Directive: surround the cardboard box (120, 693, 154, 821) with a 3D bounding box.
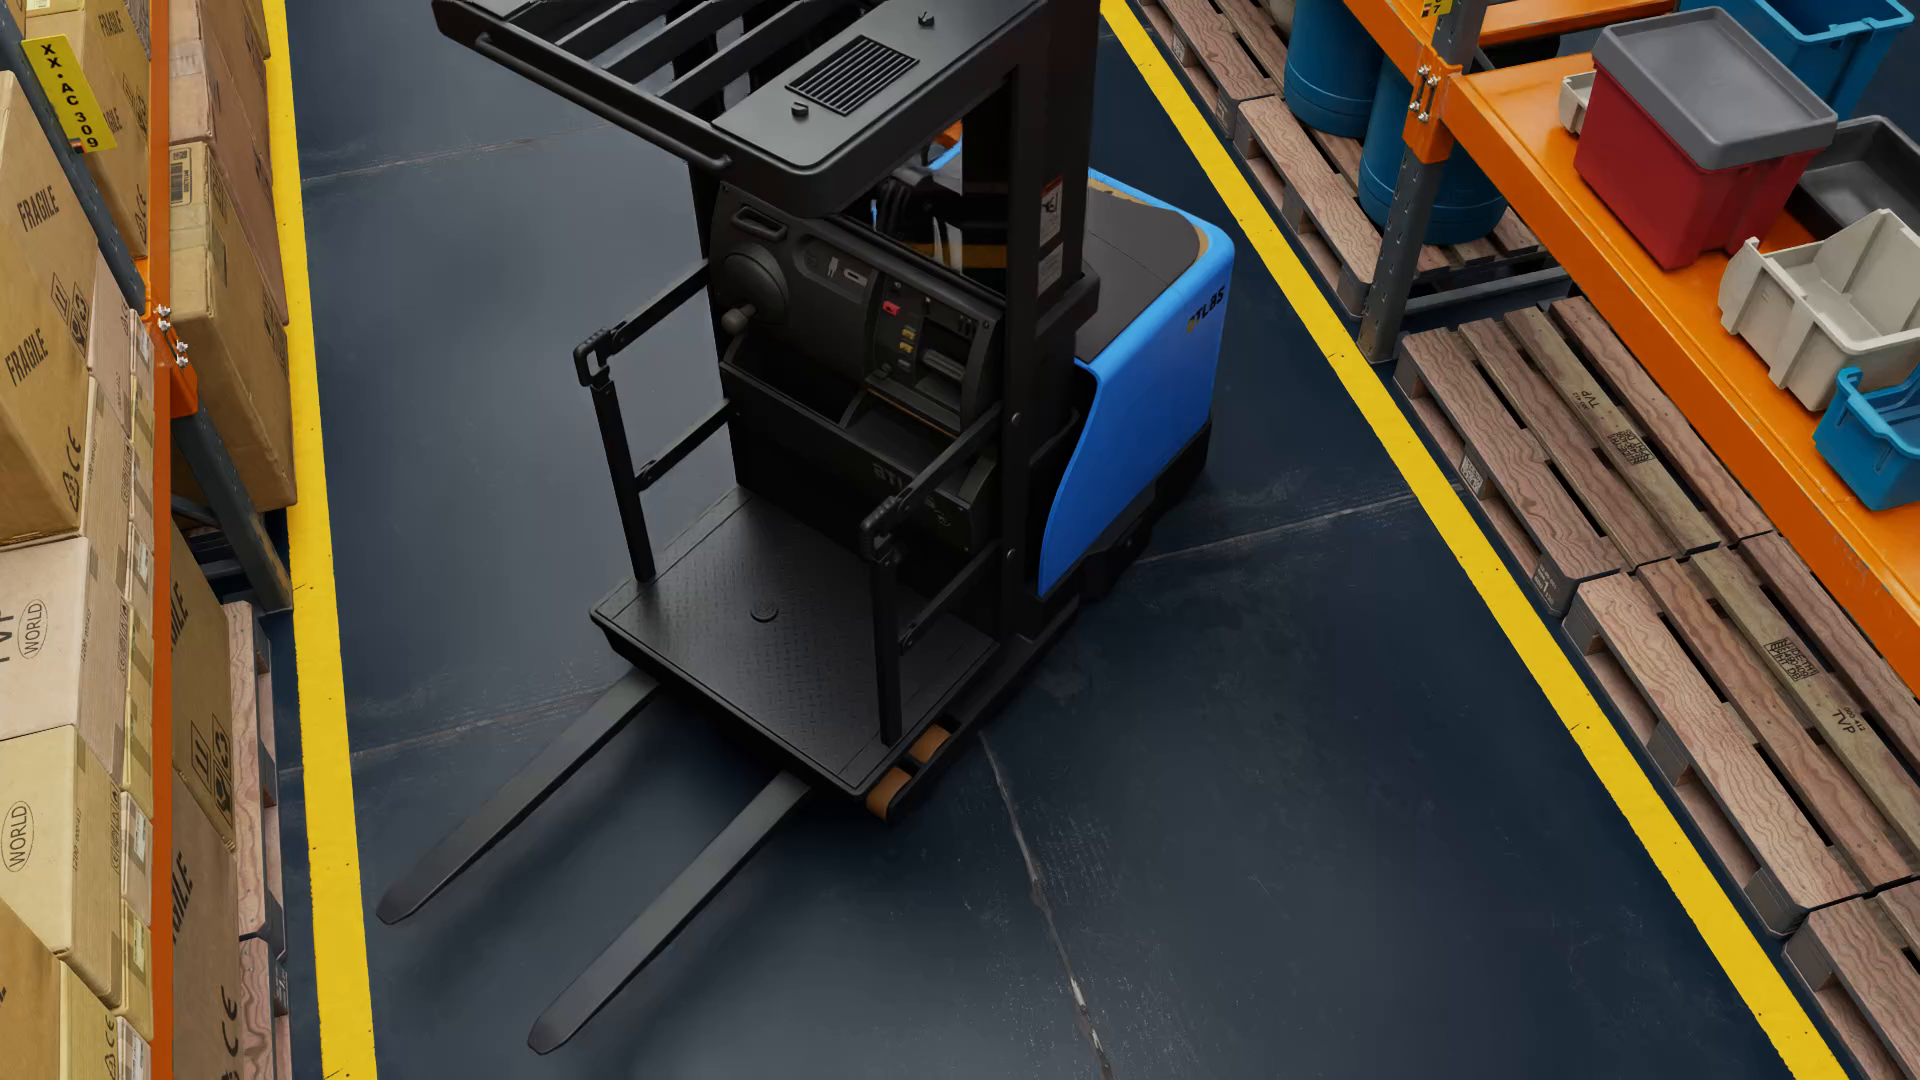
[{"bbox_3d":[-1.935,0.506,3.526,0.380,0.149,0.250,-14,51,-12],"label":"cardboard box"}]

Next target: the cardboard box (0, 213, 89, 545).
[{"bbox_3d":[-2.183,-0.309,3.462,0.500,0.500,0.500,-13,51,-11],"label":"cardboard box"}]

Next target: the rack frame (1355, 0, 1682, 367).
[{"bbox_3d":[2.013,-1.782,5.290,1.000,3.000,0.127,-13,51,-11],"label":"rack frame"}]

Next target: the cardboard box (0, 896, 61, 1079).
[{"bbox_3d":[-1.726,0.817,2.513,0.500,0.500,0.500,-15,51,-12],"label":"cardboard box"}]

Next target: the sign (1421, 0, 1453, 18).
[{"bbox_3d":[1.487,-1.748,5.081,0.100,0.325,0.005,-13,51,-11],"label":"sign"}]

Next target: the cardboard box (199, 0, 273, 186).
[{"bbox_3d":[-3.461,-1.872,6.481,1.225,0.875,0.875,-13,51,-11],"label":"cardboard box"}]

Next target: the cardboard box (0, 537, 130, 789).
[{"bbox_3d":[-2.031,0.304,3.435,0.500,0.250,0.500,-12,51,-10],"label":"cardboard box"}]

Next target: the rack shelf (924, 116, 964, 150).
[{"bbox_3d":[0.118,-1.400,5.941,0.258,0.148,0.480,-34,58,-25],"label":"rack shelf"}]

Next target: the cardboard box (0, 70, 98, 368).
[{"bbox_3d":[-2.327,-0.676,3.771,0.500,0.500,0.500,-12,51,-10],"label":"cardboard box"}]

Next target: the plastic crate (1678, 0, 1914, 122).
[{"bbox_3d":[2.477,-1.532,5.051,0.392,0.384,0.575,-13,51,-11],"label":"plastic crate"}]

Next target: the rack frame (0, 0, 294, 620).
[{"bbox_3d":[-2.718,-0.662,4.346,1.000,3.000,0.127,-13,51,-11],"label":"rack frame"}]

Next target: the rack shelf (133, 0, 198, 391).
[{"bbox_3d":[-3.310,-1.891,5.853,1.077,0.370,4.000,-13,51,-11],"label":"rack shelf"}]

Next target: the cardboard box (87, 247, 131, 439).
[{"bbox_3d":[-2.337,-0.446,4.068,0.500,0.250,0.500,-14,51,-12],"label":"cardboard box"}]

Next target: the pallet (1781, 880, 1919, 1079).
[{"bbox_3d":[2.989,1.427,4.409,1.003,0.211,1.213,-13,51,-11],"label":"pallet"}]

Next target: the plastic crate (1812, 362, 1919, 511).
[{"bbox_3d":[2.344,-0.268,4.084,0.416,0.233,0.300,-13,51,-11],"label":"plastic crate"}]

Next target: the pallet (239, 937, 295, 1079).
[{"bbox_3d":[-2.204,1.703,4.177,1.003,0.211,1.213,-13,51,-11],"label":"pallet"}]

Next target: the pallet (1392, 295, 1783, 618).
[{"bbox_3d":[2.268,-0.355,5.911,1.003,0.211,1.213,-13,51,-11],"label":"pallet"}]

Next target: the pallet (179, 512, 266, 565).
[{"bbox_3d":[-3.018,-0.310,5.873,1.003,0.211,1.213,-13,51,-11],"label":"pallet"}]

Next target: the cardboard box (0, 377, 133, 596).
[{"bbox_3d":[-2.182,-0.069,3.750,0.500,0.250,0.500,-12,51,-10],"label":"cardboard box"}]

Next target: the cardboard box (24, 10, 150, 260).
[{"bbox_3d":[-2.615,-1.087,4.639,0.500,0.500,0.500,-13,51,-11],"label":"cardboard box"}]

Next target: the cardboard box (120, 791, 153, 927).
[{"bbox_3d":[-1.861,0.692,3.369,0.380,0.149,0.250,-13,51,-10],"label":"cardboard box"}]

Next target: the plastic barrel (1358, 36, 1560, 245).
[{"bbox_3d":[1.869,-1.642,6.270,0.600,0.901,0.708,-13,51,-11],"label":"plastic barrel"}]

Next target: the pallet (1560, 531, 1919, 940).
[{"bbox_3d":[2.632,0.538,5.158,1.003,0.211,1.213,-13,51,-11],"label":"pallet"}]

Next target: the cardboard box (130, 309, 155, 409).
[{"bbox_3d":[-2.315,-0.432,4.317,0.380,0.149,0.250,-13,51,-11],"label":"cardboard box"}]

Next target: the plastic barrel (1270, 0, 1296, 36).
[{"bbox_3d":[1.578,-2.466,7.220,0.421,0.512,0.421,0,50,0],"label":"plastic barrel"}]

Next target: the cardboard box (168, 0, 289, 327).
[{"bbox_3d":[-3.192,-1.228,5.938,1.225,0.875,0.875,-15,51,-12],"label":"cardboard box"}]

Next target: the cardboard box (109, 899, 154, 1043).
[{"bbox_3d":[-1.781,0.884,3.207,0.380,0.149,0.250,-14,51,-12],"label":"cardboard box"}]

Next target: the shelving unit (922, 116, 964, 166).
[{"bbox_3d":[0.118,-1.299,6.060,0.258,1.200,0.503,-34,58,-25],"label":"shelving unit"}]

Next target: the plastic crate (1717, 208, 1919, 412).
[{"bbox_3d":[2.289,-0.606,4.337,0.437,0.282,0.530,-13,51,-11],"label":"plastic crate"}]

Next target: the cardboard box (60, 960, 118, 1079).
[{"bbox_3d":[-1.725,1.055,2.803,0.500,0.250,0.500,-15,51,-12],"label":"cardboard box"}]

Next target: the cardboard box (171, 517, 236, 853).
[{"bbox_3d":[-2.600,0.388,4.576,0.875,0.875,0.875,-13,51,-11],"label":"cardboard box"}]

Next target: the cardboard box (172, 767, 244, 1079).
[{"bbox_3d":[-2.333,1.045,4.022,0.875,0.875,0.875,-13,51,-11],"label":"cardboard box"}]

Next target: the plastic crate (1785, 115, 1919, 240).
[{"bbox_3d":[2.601,-0.956,4.734,0.437,0.125,0.590,-13,51,-11],"label":"plastic crate"}]

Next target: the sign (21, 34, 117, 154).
[{"bbox_3d":[-2.189,-1.093,4.091,0.100,0.325,0.005,-13,51,-11],"label":"sign"}]

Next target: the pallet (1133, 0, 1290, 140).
[{"bbox_3d":[1.460,-2.349,7.592,1.003,0.211,1.213,-13,51,-11],"label":"pallet"}]

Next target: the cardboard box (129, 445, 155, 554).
[{"bbox_3d":[-2.163,-0.057,4.000,0.380,0.149,0.250,-14,51,-12],"label":"cardboard box"}]

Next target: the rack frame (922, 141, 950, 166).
[{"bbox_3d":[-0.044,-1.439,6.178,0.240,1.200,0.015,-34,58,-25],"label":"rack frame"}]

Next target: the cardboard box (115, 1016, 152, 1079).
[{"bbox_3d":[-1.708,1.068,3.052,0.380,0.149,0.250,-14,51,-11],"label":"cardboard box"}]

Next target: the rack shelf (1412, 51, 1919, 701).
[{"bbox_3d":[2.605,-0.089,4.334,1.077,0.370,4.000,-13,51,-11],"label":"rack shelf"}]

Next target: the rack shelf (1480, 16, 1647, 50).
[{"bbox_3d":[1.422,-3.057,6.742,0.831,0.071,3.687,-13,51,-11],"label":"rack shelf"}]

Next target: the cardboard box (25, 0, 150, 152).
[{"bbox_3d":[-2.765,-1.453,4.948,0.500,0.500,0.500,-13,51,-11],"label":"cardboard box"}]

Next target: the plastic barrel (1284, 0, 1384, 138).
[{"bbox_3d":[1.659,-2.159,6.706,0.600,0.901,0.708,-13,51,-11],"label":"plastic barrel"}]

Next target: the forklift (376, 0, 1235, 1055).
[{"bbox_3d":[-0.427,-0.530,4.280,1.130,2.935,3.031,31,56,23],"label":"forklift"}]

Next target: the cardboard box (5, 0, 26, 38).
[{"bbox_3d":[-2.915,-1.482,4.316,0.797,0.503,0.637,-15,51,-12],"label":"cardboard box"}]

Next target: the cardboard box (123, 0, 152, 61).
[{"bbox_3d":[-2.913,-1.819,5.256,0.500,0.500,0.500,-14,51,-12],"label":"cardboard box"}]

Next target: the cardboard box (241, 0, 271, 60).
[{"bbox_3d":[-3.717,-2.525,7.032,1.225,0.875,0.875,-15,52,-13],"label":"cardboard box"}]

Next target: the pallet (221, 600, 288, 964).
[{"bbox_3d":[-2.568,0.810,4.929,1.003,0.211,1.213,-13,51,-11],"label":"pallet"}]

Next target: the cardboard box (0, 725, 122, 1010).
[{"bbox_3d":[-1.884,0.675,3.123,0.500,0.250,0.500,-14,51,-12],"label":"cardboard box"}]

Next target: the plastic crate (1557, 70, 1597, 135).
[{"bbox_3d":[2.014,-1.344,5.054,0.396,0.136,0.243,-13,51,-11],"label":"plastic crate"}]

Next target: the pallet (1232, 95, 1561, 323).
[{"bbox_3d":[1.825,-1.456,6.839,1.003,0.211,1.213,-13,51,-11],"label":"pallet"}]

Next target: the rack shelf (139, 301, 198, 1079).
[{"bbox_3d":[-2.127,1.031,3.390,1.077,0.370,4.000,-13,51,-11],"label":"rack shelf"}]

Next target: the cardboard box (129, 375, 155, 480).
[{"bbox_3d":[-2.239,-0.244,4.158,0.380,0.149,0.250,-12,51,-10],"label":"cardboard box"}]
